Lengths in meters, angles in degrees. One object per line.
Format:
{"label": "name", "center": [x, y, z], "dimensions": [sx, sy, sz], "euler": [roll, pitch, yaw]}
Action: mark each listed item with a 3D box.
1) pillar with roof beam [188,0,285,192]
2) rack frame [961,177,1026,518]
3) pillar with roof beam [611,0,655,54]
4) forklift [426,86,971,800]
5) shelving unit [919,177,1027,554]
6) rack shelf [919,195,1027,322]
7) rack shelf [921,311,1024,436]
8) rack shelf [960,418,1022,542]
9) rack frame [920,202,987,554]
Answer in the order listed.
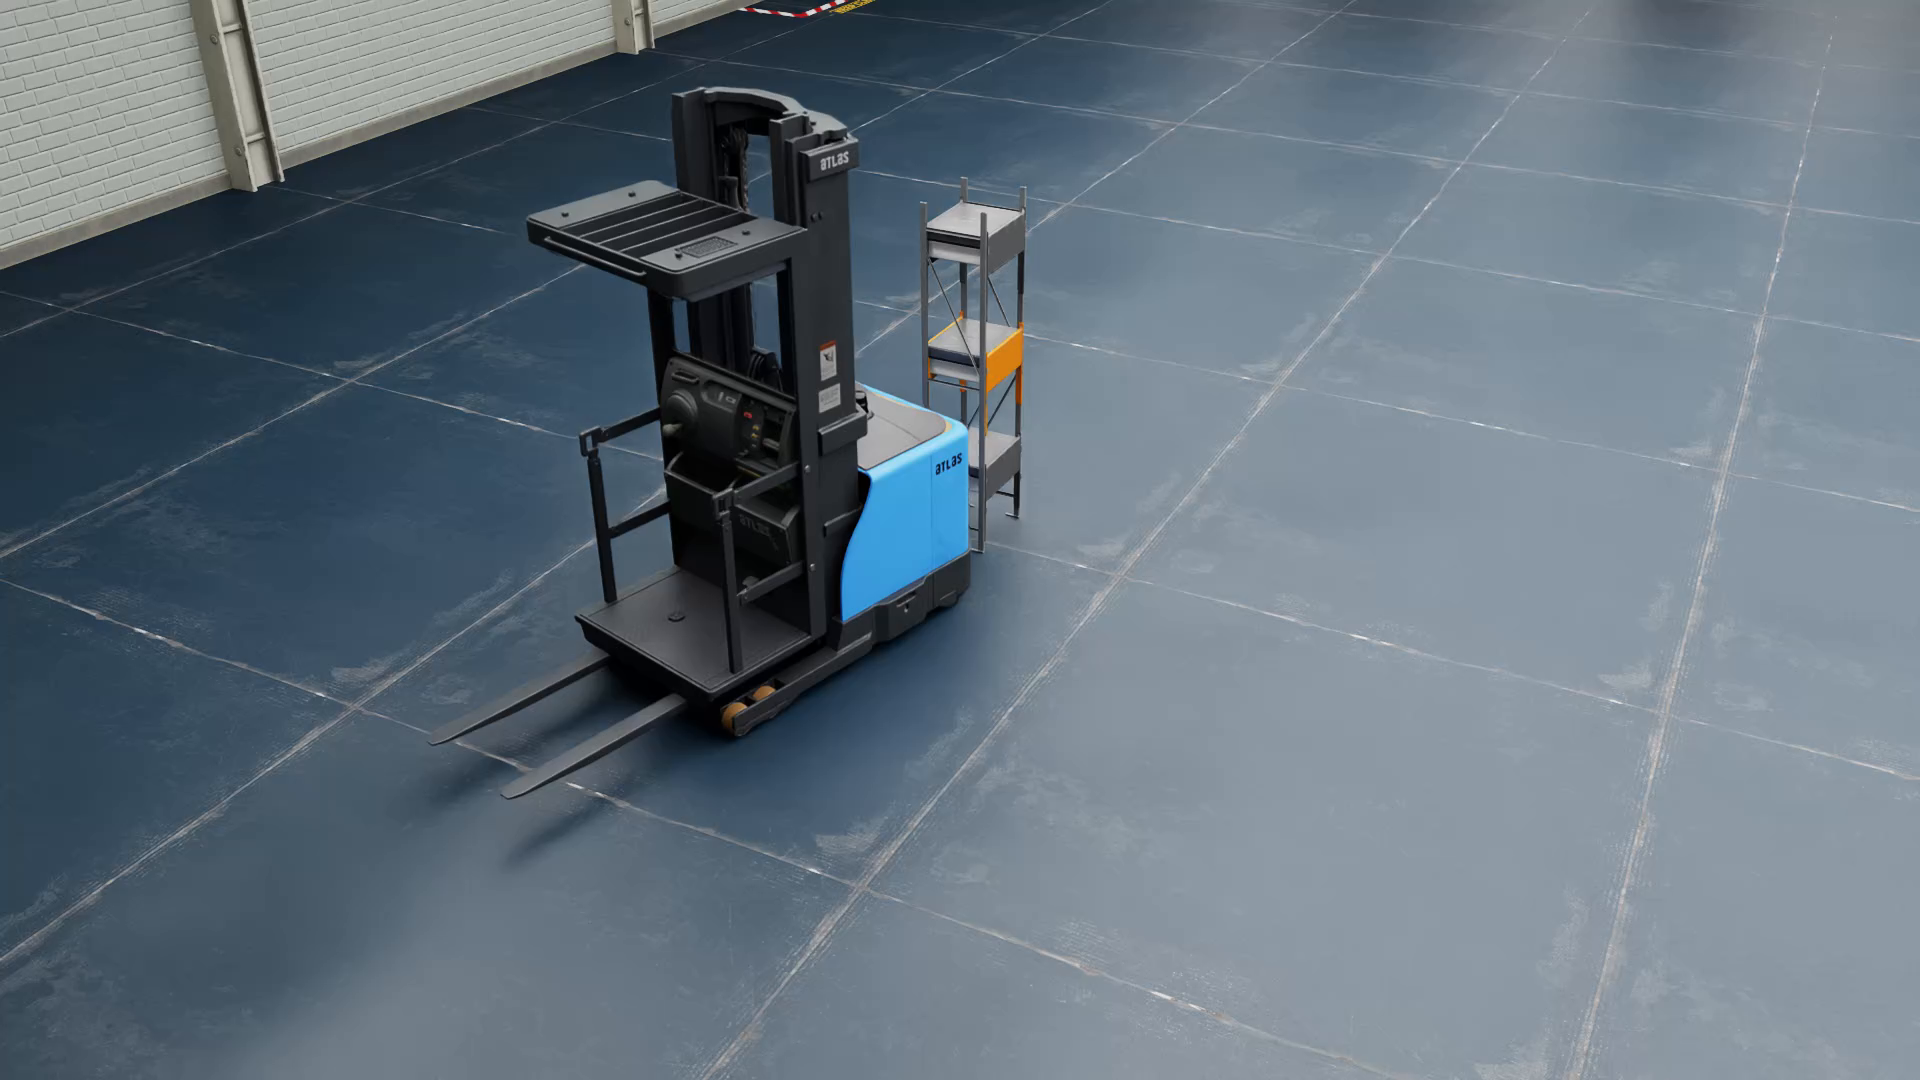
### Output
{"label": "pillar with roof beam", "center": [-2.930, -6.355, 12.071], "dimensions": [9.100, 9.000, 0.400], "euler": [14, 33, 23]}
{"label": "rack frame", "center": [0.187, -1.092, 9.834], "dimensions": [0.400, 2.100, 0.015], "euler": [14, 33, 23]}
{"label": "pillar with roof beam", "center": [-0.197, -9.015, 16.703], "dimensions": [9.100, 9.000, 0.400], "euler": [14, 33, 23]}
{"label": "forklift", "center": [-1.294, -0.575, 8.098], "dimensions": [1.130, 2.935, 3.031], "euler": [24, 38, 35]}
{"label": "shelving unit", "center": [0.075, -0.984, 9.645], "dimensions": [0.431, 2.100, 0.503], "euler": [14, 33, 23]}
{"label": "rack shelf", "center": [0.075, -1.579, 9.304], "dimensions": [0.431, 0.518, 0.480], "euler": [14, 33, 23]}
{"label": "rack shelf", "center": [0.075, -0.972, 9.652], "dimensions": [0.431, 0.518, 0.480], "euler": [14, 33, 23]}
{"label": "rack shelf", "center": [0.075, -0.365, 10.001], "dimensions": [0.431, 0.518, 0.480], "euler": [14, 33, 23]}
{"label": "rack frame", "center": [-0.036, -0.876, 9.457], "dimensions": [0.400, 2.100, 0.015], "euler": [14, 33, 23]}
